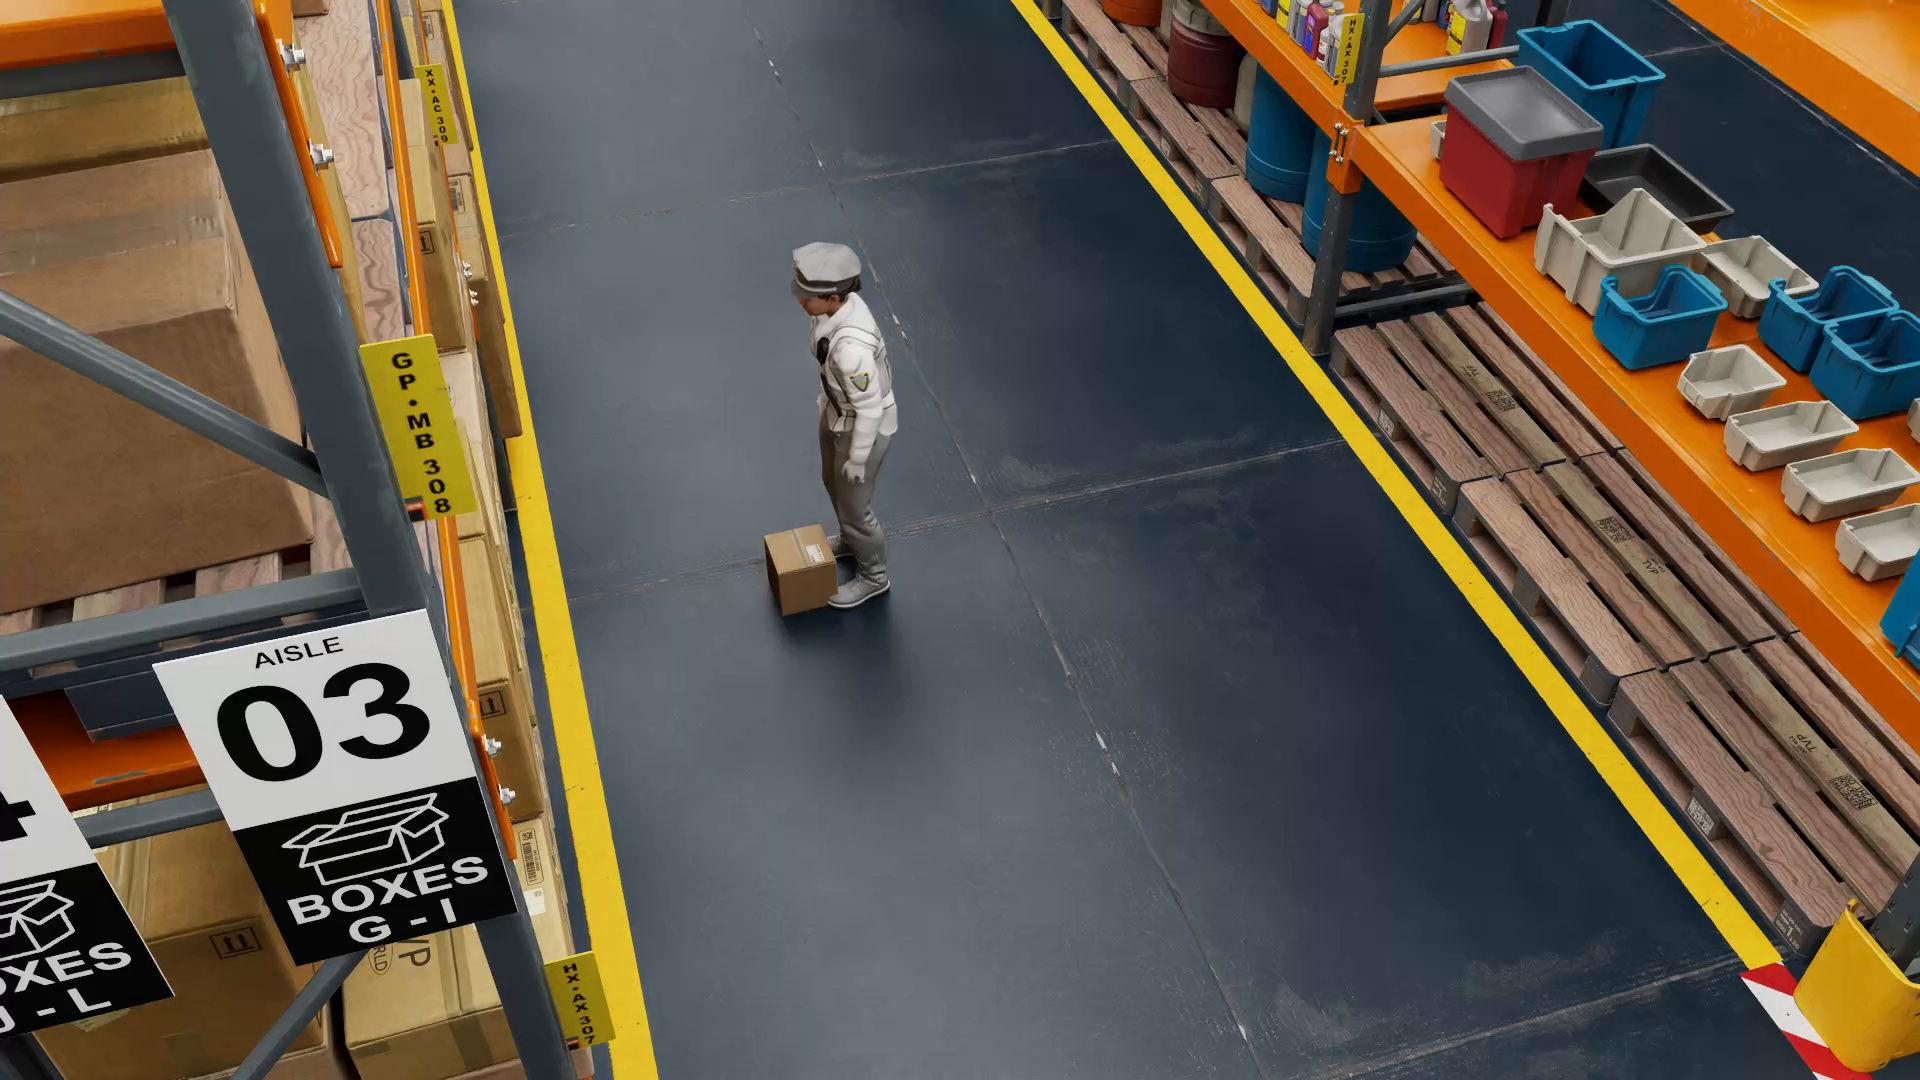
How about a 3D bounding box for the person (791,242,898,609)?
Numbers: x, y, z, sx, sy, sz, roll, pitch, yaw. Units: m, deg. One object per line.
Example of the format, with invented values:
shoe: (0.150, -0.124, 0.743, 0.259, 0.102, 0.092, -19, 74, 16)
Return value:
person: (-0.448, -0.453, 6.652, 0.376, 1.663, 0.527, -12, 44, -13)
